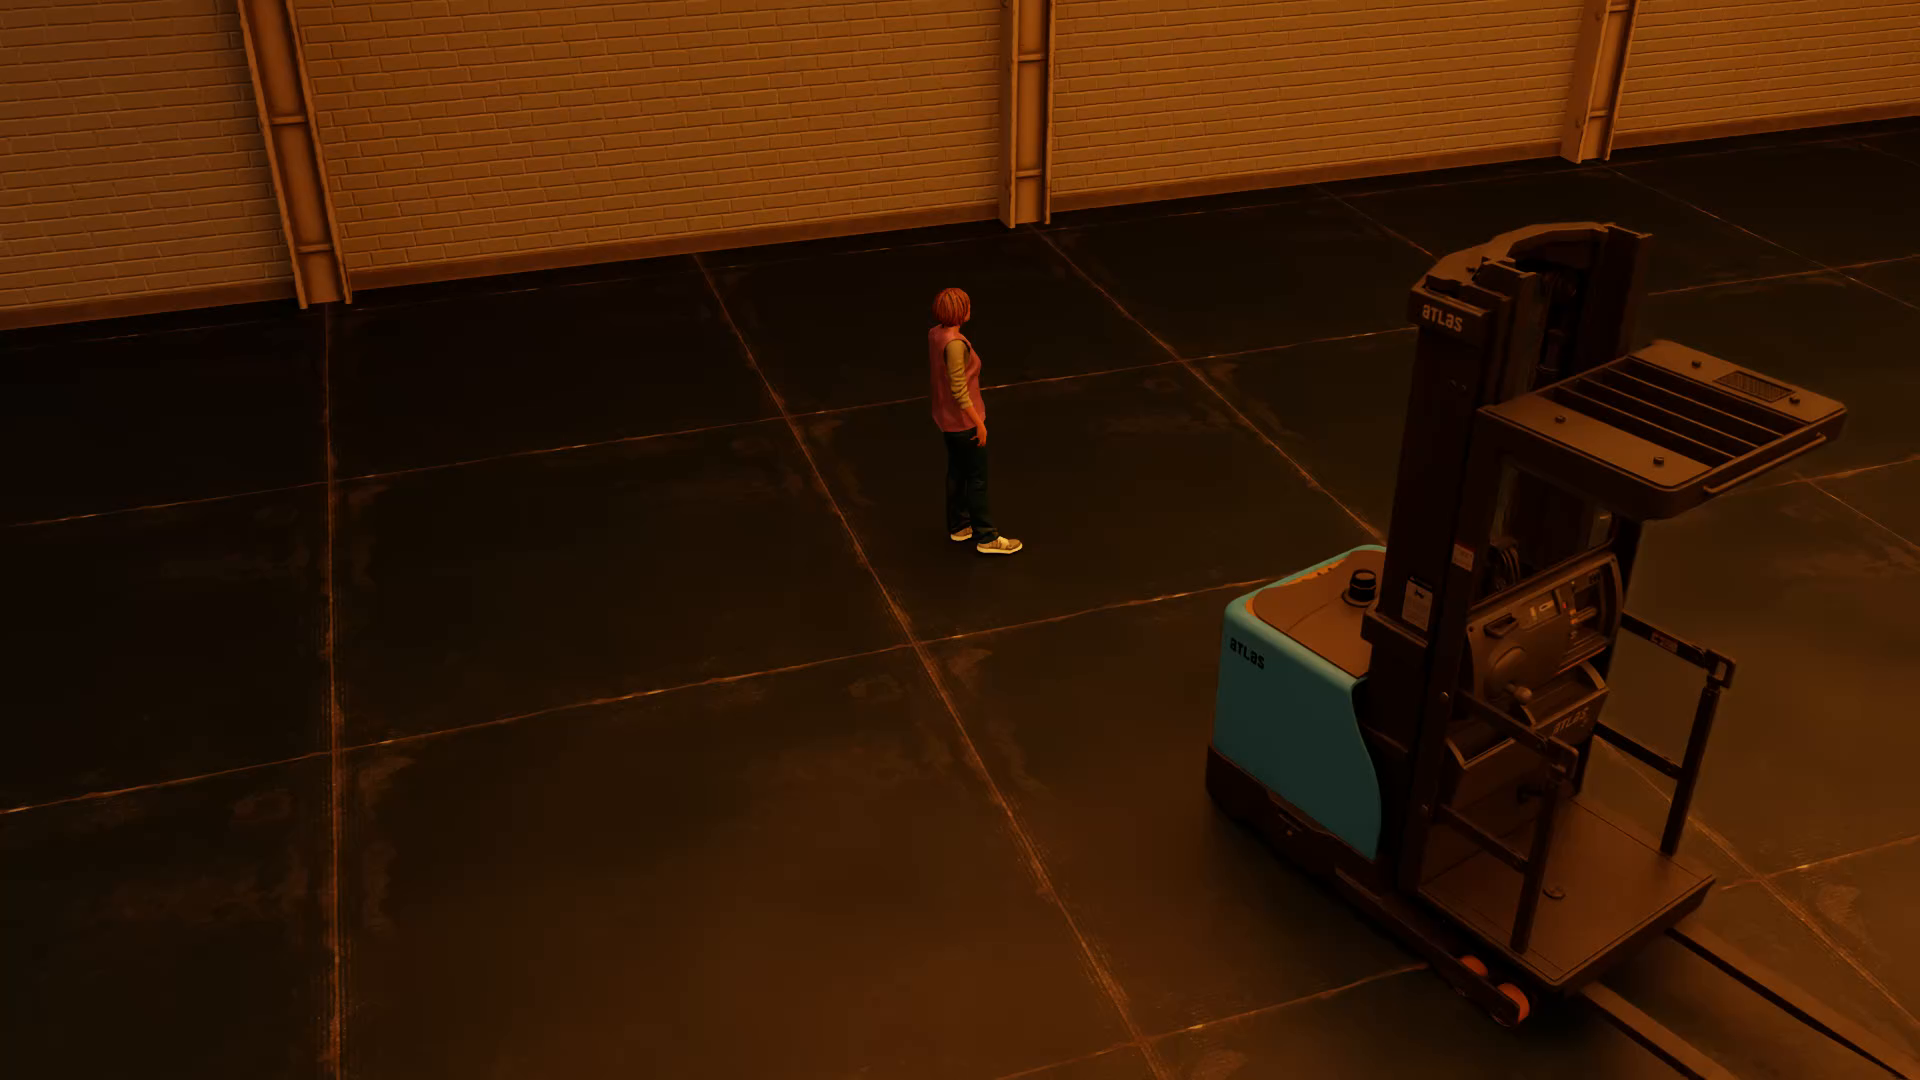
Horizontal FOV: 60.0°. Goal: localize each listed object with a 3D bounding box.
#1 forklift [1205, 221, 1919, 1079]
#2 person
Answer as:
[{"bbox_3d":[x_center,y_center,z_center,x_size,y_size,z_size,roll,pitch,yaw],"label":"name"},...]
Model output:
[{"bbox_3d":[2.430,0.395,6.401,1.130,2.935,3.031,-20,35,-30],"label":"forklift"},{"bbox_3d":[0.074,-0.704,9.633,0.476,1.597,0.520,-10,31,-16],"label":"person"}]
